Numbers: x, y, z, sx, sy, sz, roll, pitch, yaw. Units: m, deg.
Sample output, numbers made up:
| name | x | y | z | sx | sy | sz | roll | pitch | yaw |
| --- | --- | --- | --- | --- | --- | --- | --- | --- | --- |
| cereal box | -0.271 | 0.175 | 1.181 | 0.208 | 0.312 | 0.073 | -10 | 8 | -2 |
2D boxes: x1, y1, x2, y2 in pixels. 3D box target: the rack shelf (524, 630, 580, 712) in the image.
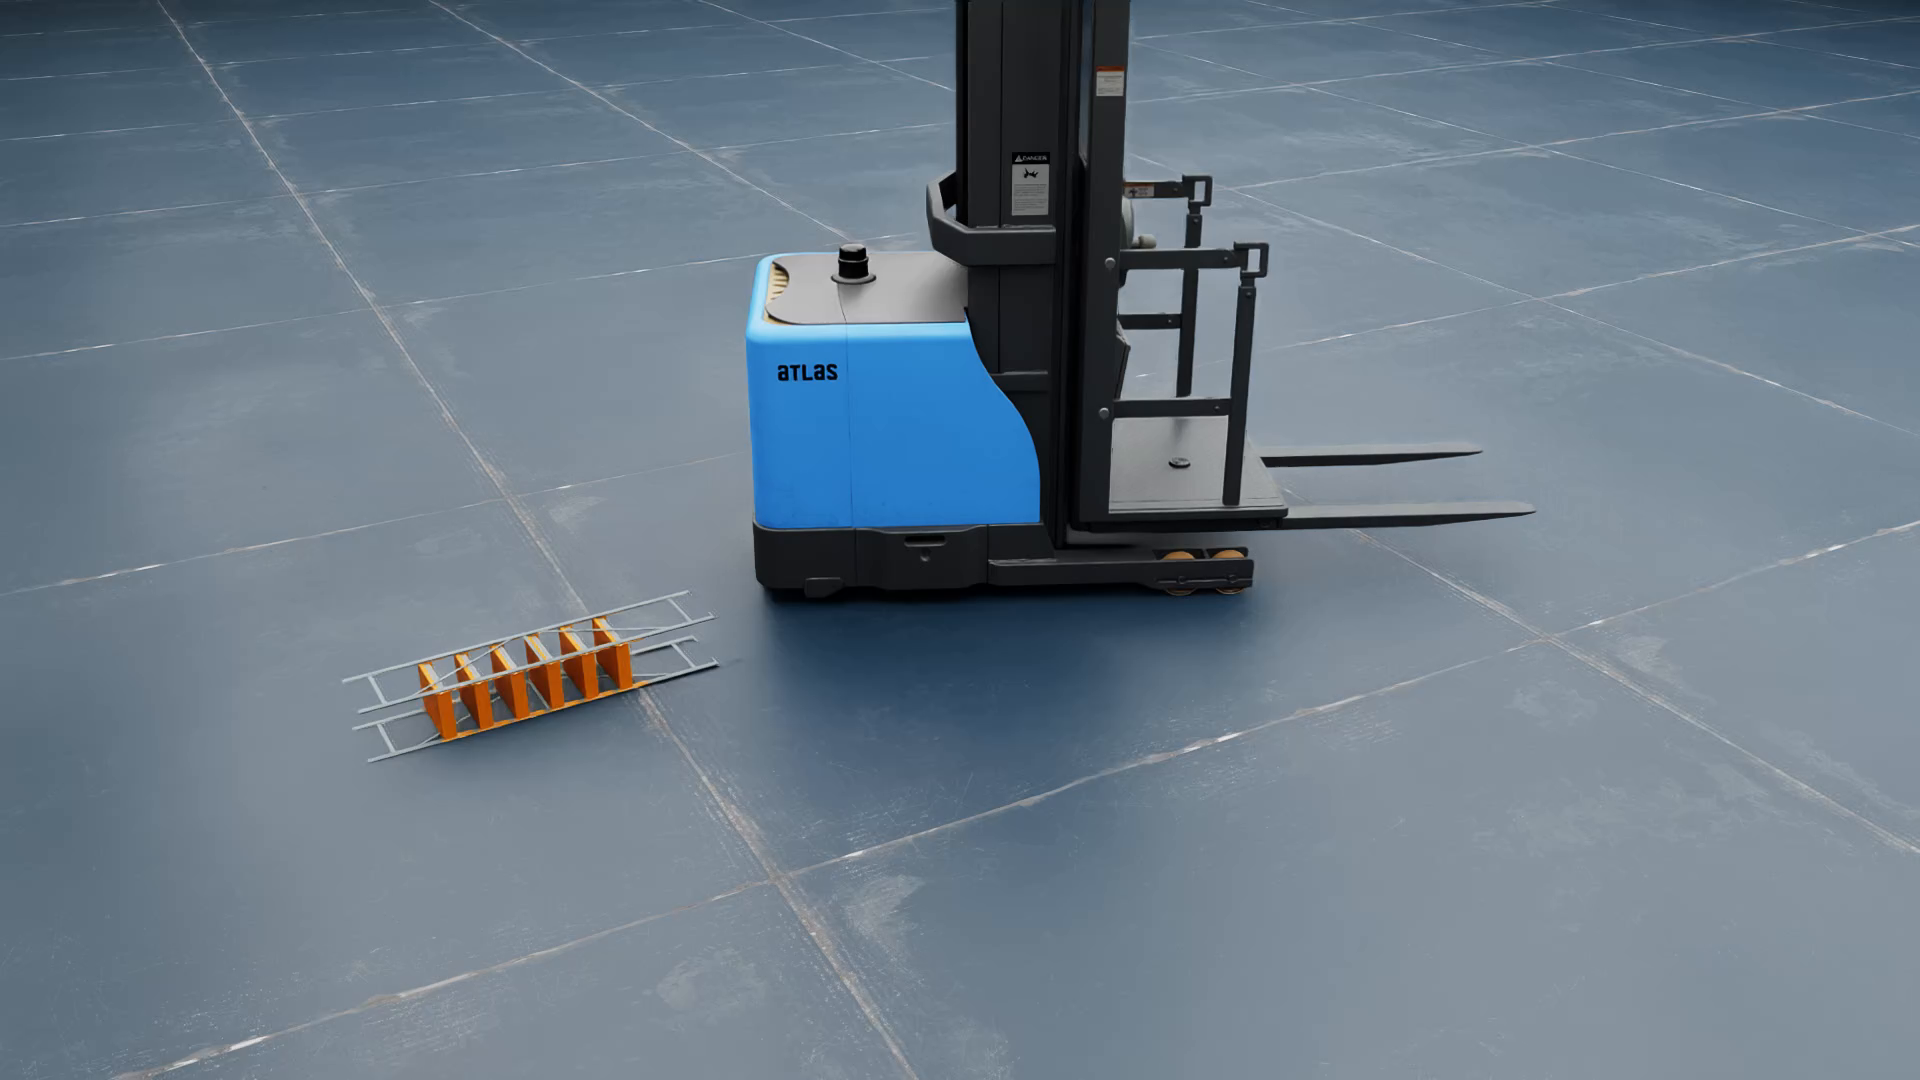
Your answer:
| name | x | y | z | sx | sy | sz | roll | pitch | yaw |
| --- | --- | --- | --- | --- | --- | --- | --- | --- | --- |
| rack shelf | -1.383 | 0.434 | 5.619 | 0.103 | 0.180 | 0.258 | -15 | 29 | -27 |

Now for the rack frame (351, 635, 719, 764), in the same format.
| name | x | y | z | sx | sy | sz | roll | pitch | yaw |
| --- | --- | --- | --- | --- | --- | --- | --- | --- | --- |
| rack frame | -1.421 | 0.526 | 5.638 | 1.200 | 0.006 | 0.240 | -15 | 29 | -27 |

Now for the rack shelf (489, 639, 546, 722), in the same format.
| name | x | y | z | sx | sy | sz | roll | pitch | yaw |
| --- | --- | --- | --- | --- | --- | --- | --- | --- | --- |
| rack shelf | -1.486 | 0.461 | 5.564 | 0.103 | 0.180 | 0.258 | -15 | 29 | -27 |

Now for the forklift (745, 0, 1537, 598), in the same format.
| name | x | y | z | sx | sy | sz | roll | pitch | yaw |
| --- | --- | --- | --- | --- | --- | --- | --- | --- | --- |
| forklift | 0.715 | -1.337 | 6.149 | 3.031 | 2.935 | 1.130 | -2 | 26 | -3 |

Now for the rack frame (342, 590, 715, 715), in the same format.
| name | x | y | z | sx | sy | sz | roll | pitch | yaw |
| --- | --- | --- | --- | --- | --- | --- | --- | --- | --- |
| rack frame | -1.422 | 0.362 | 5.559 | 1.200 | 0.006 | 0.240 | -15 | 29 | -27 |

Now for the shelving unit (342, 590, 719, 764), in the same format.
| name | x | y | z | sx | sy | sz | roll | pitch | yaw |
| --- | --- | --- | --- | --- | --- | --- | --- | --- | --- |
| shelving unit | -1.421 | 0.444 | 5.599 | 1.200 | 0.189 | 0.258 | -15 | 29 | -27 |

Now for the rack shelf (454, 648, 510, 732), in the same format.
| name | x | y | z | sx | sy | sz | roll | pitch | yaw |
| --- | --- | --- | --- | --- | --- | --- | --- | --- | --- |
| rack shelf | -1.589 | 0.489 | 5.509 | 0.103 | 0.180 | 0.258 | -15 | 29 | -27 |

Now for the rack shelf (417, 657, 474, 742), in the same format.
| name | x | y | z | sx | sy | sz | roll | pitch | yaw |
| --- | --- | --- | --- | --- | --- | --- | --- | --- | --- |
| rack shelf | -1.692 | 0.516 | 5.453 | 0.103 | 0.180 | 0.258 | -15 | 29 | -27 |

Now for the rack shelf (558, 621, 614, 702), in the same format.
| name | x | y | z | sx | sy | sz | roll | pitch | yaw |
| --- | --- | --- | --- | --- | --- | --- | --- | --- | --- |
| rack shelf | -1.280 | 0.407 | 5.674 | 0.103 | 0.180 | 0.258 | -15 | 29 | -27 |

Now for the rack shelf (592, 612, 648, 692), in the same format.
| name | x | y | z | sx | sy | sz | roll | pitch | yaw |
| --- | --- | --- | --- | --- | --- | --- | --- | --- | --- |
| rack shelf | -1.177 | 0.379 | 5.730 | 0.103 | 0.180 | 0.258 | -15 | 29 | -27 |
